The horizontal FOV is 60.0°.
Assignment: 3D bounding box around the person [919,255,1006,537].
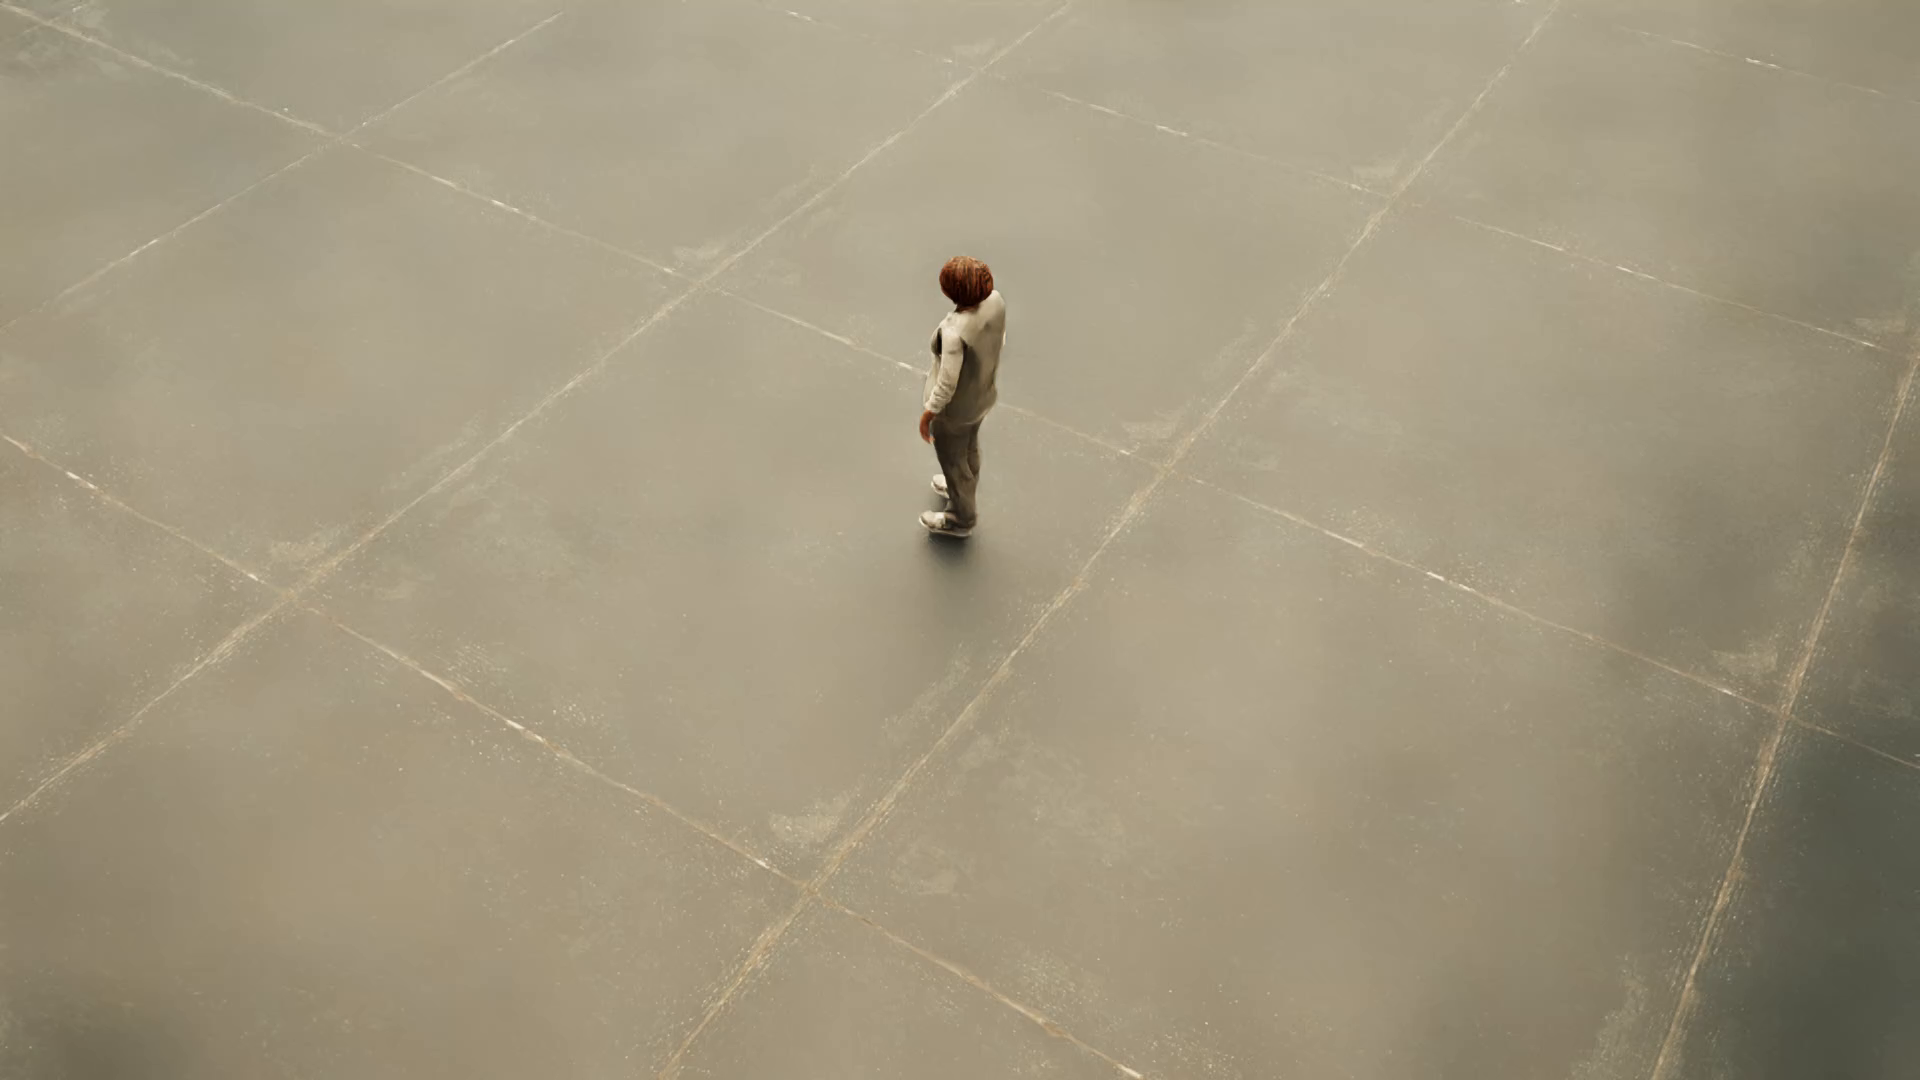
[{"bbox_3d":[-0.054,-0.648,7.434,0.476,1.596,0.521,24,48,23],"label":"person"}]
